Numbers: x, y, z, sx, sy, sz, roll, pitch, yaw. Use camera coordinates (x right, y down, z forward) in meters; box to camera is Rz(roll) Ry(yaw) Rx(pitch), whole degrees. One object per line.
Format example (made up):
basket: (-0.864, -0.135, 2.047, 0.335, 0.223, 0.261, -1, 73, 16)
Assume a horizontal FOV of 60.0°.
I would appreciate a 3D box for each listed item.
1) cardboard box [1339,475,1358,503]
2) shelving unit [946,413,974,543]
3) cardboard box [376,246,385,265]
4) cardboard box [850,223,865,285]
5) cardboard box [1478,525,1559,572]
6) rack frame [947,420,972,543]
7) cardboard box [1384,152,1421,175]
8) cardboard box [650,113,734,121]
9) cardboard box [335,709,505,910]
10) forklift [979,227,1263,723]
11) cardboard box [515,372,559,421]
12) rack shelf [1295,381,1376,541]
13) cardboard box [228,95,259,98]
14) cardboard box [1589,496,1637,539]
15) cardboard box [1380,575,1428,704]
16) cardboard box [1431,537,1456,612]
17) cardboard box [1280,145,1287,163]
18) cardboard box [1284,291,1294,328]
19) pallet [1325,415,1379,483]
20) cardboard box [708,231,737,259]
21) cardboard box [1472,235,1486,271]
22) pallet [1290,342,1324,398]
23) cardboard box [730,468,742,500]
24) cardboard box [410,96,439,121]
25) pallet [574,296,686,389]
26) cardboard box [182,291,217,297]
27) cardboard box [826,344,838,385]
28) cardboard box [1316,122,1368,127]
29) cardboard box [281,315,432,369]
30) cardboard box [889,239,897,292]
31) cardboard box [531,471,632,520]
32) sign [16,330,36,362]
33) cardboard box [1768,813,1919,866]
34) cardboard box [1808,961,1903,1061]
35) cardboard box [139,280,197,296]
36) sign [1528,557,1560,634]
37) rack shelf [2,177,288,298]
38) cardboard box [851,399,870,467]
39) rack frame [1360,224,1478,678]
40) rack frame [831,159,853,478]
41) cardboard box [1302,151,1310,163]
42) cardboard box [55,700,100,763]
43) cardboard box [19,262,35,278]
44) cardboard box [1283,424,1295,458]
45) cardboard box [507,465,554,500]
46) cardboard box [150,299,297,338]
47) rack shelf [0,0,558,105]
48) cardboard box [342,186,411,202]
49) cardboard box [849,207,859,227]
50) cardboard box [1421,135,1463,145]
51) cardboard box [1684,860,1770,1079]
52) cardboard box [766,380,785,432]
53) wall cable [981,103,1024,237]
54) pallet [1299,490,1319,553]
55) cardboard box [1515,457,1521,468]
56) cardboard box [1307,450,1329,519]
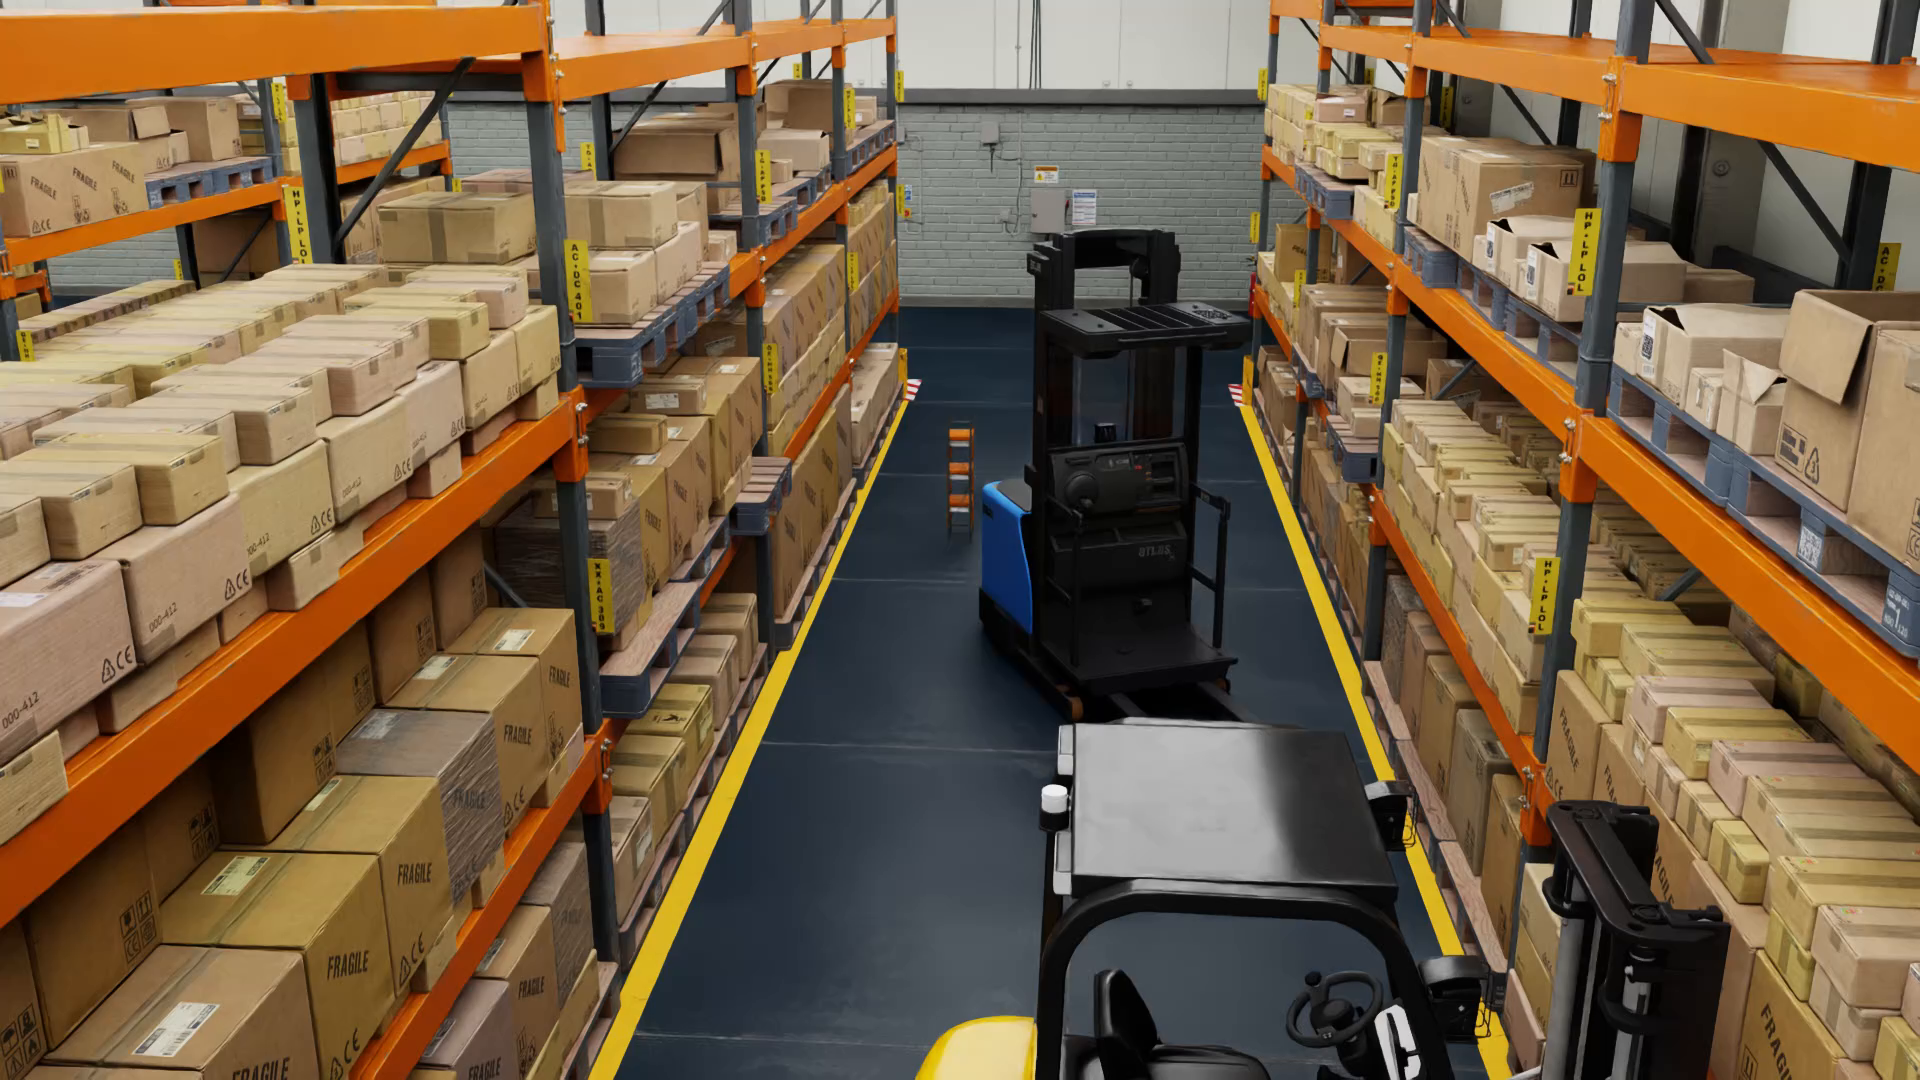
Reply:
cardboard box: (3.087, -0.386, 12.583, 0.380, 0.149, 0.250, 0, 18, 1)
shelving unit: (0.004, -0.516, 13.810, 0.215, 1.050, 0.252, 1, 18, 4)
cardboard box: (-6.031, -2.741, 16.833, 0.500, 0.500, 0.500, 2, 18, 7)
cardboard box: (-1.165, -2.670, 15.488, 0.500, 0.500, 0.500, 1, 18, 3)
cardboard box: (2.655, 0.039, 7.784, 0.380, 0.149, 0.250, 1, 18, 2)
rack frame: (-0.005, -0.478, 13.695, 0.200, 1.050, 0.008, 1, 18, 4)
cardboard box: (3.003, -2.458, 10.911, 0.380, 0.149, 0.250, 1, 18, 2)
cardboard box: (-1.933, -2.832, 12.097, 0.500, 0.500, 0.500, 1, 18, 4)
cardboard box: (-1.903, 0.912, 5.683, 0.500, 0.500, 0.500, 2, 18, 5)
forklift: (1.094, -0.392, 10.412, 1.130, 2.935, 3.031, -6, 19, -18)
cardboard box: (-1.775, -0.565, 6.415, 0.380, 0.149, 0.250, 1, 18, 4)
rack shelf: (3.325, -0.776, 12.628, 1.077, 0.370, 4.000, 1, 18, 4)
cardboard box: (-6.557, -4.050, 15.446, 0.380, 0.149, 0.250, 2, 18, 6)
cardboard box: (3.278, -0.109, 8.236, 0.380, 0.149, 0.250, 1, 18, 3)
cardboard box: (3.123, 0.626, 10.334, 0.875, 0.625, 0.625, 2, 18, 6)
cardboard box: (2.796, 0.185, 8.783, 0.500, 0.250, 0.500, 2, 18, 6)
cardboard box: (3.293, -3.719, 16.042, 0.380, 0.149, 0.250, 1, 18, 4)
cardboard box: (3.282, -2.128, 15.364, 0.500, 0.250, 0.500, 1, 18, 4)
pallet: (3.160, -0.617, 11.297, 1.213, 0.211, 1.003, 1, 18, 4)
cardboard box: (-1.583, -1.809, 10.214, 0.380, 0.149, 0.250, 1, 18, 4)
cardboard box: (2.726, -1.395, 8.114, 0.380, 0.149, 0.250, 1, 18, 3)
pallet: (3.302, -1.402, 13.691, 1.003, 0.211, 1.213, 1, 18, 4)
cardboard box: (-1.505, -0.337, 9.863, 0.380, 0.149, 0.250, 0, 18, 1)
cardboard box: (-5.920, -4.613, 17.803, 0.500, 0.250, 0.500, 1, 18, 2)
pallet: (-1.906, -0.889, 7.303, 1.213, 0.211, 1.003, 1, 18, 4)
cardboard box: (-6.301, -1.997, 13.975, 0.380, 0.149, 0.250, 1, 18, 2)
cardboard box: (-1.302, -1.474, 13.844, 0.500, 0.250, 0.500, 1, 18, 3)
cardboard box: (3.061, -3.266, 13.345, 0.380, 0.149, 0.250, 2, 18, 5)
cardboard box: (-1.921, -0.621, 5.307, 0.380, 0.149, 0.250, 1, 18, 3)
cardboard box: (-0.967, -2.982, 18.047, 0.500, 0.500, 0.500, 1, 18, 4)
cardboard box: (-1.670, -0.198, 7.357, 0.380, 0.149, 0.250, 1, 18, 4)
sign: (-6.161, -1.224, 10.981, 0.100, 0.325, 0.005, 1, 18, 4)
cardboard box: (2.527, 0.899, 4.683, 0.380, 0.149, 0.250, 2, 18, 5)
cardboard box: (2.423, 1.199, 4.245, 0.380, 0.149, 0.250, 1, 18, 2)
cardboard box: (-6.915, -2.178, 14.527, 0.380, 0.149, 0.250, 2, 18, 7)
sign: (2.353, 0.224, 6.689, 0.100, 0.325, 0.005, 1, 18, 4)
rack shelf: (-6.571, -2.390, 12.737, 1.077, 0.370, 4.000, 1, 18, 4)
cardboard box: (-1.331, -1.023, 15.667, 0.875, 0.438, 0.875, 1, 18, 3)
rack frame: (3.181, -0.496, 10.620, 1.000, 3.000, 0.127, 1, 18, 4)
rack frame: (-1.483, -1.848, 14.746, 1.000, 3.000, 0.127, 1, 18, 4)
cardboard box: (3.253, -3.389, 14.396, 0.500, 0.250, 0.500, 1, 18, 4)
cardboard box: (-2.066, 0.393, 3.491, 0.380, 0.149, 0.250, 1, 18, 2)
cardboard box: (-10.778, -3.074, 18.892, 0.380, 0.149, 0.250, 2, 18, 5)
cardboard box: (3.240, -0.929, 15.658, 0.396, 0.266, 0.258, 2, 18, 6)
cardboard box: (-2.218, -0.055, 7.960, 0.500, 0.500, 0.500, 1, 18, 4)
cardboard box: (-2.468, -0.714, 5.590, 0.380, 0.149, 0.250, 1, 18, 4)
rack shelf: (-2.200, -1.250, 4.446, 1.077, 0.370, 4.000, 1, 18, 4)
cardboard box: (-5.990, -3.367, 17.137, 0.500, 0.500, 0.500, 2, 18, 7)
cardboard box: (-1.144, -3.007, 15.476, 0.380, 0.149, 0.250, 1, 18, 4)
cardboard box: (3.478, -2.858, 12.101, 0.380, 0.149, 0.250, 2, 18, 5)
cardboard box: (2.489, 1.306, 4.960, 0.500, 0.500, 0.500, 1, 18, 4)
cardboard box: (-1.487, -0.924, 11.364, 0.500, 0.250, 0.500, 1, 18, 4)
wall cable: (0.600, -5.297, 23.640, 0.588, 1.984, 0.122, 1, 18, 4)
pallet: (3.447, -0.160, 14.072, 1.003, 0.211, 1.213, 1, 18, 4)
cardboard box: (3.391, -0.358, 9.636, 0.500, 0.250, 0.500, 1, 18, 4)
cardboard box: (3.180, -0.439, 13.787, 0.500, 0.500, 0.500, 1, 18, 3)
